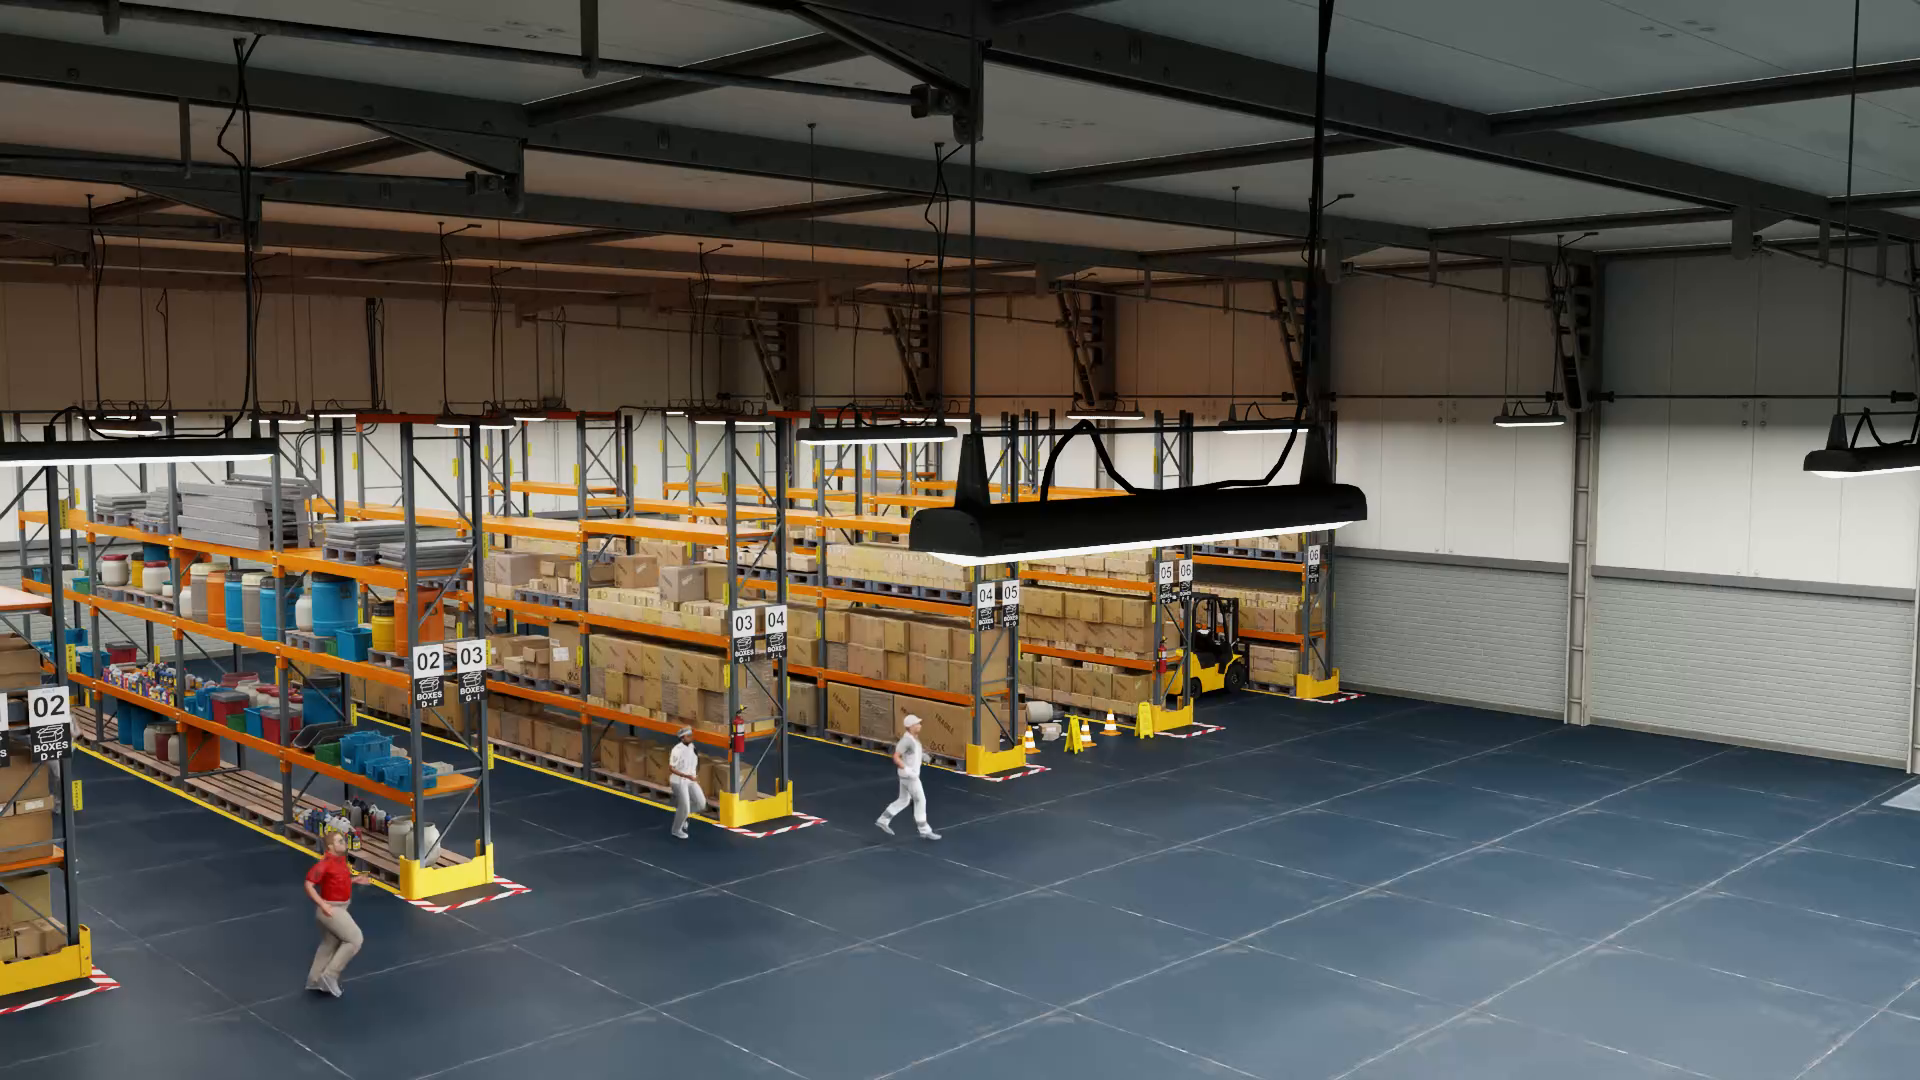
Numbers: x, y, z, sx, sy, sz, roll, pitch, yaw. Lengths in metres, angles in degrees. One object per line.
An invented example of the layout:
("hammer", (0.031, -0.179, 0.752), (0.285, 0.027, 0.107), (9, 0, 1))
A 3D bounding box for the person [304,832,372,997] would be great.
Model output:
("person", (-6.601, 3.958, 17.662), (0.689, 1.746, 0.632), (-1, 5, -16))

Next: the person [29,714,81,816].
("person", (-13.693, 3.259, 25.267), (0.752, 1.830, 0.624), (3, 6, 32))

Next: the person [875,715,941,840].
("person", (-0.723, 3.354, 23.609), (0.906, 1.782, 0.649), (0, 5, -1))

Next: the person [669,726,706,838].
("person", (-3.901, 3.457, 23.766), (0.568, 1.639, 0.586), (3, 6, 31))
